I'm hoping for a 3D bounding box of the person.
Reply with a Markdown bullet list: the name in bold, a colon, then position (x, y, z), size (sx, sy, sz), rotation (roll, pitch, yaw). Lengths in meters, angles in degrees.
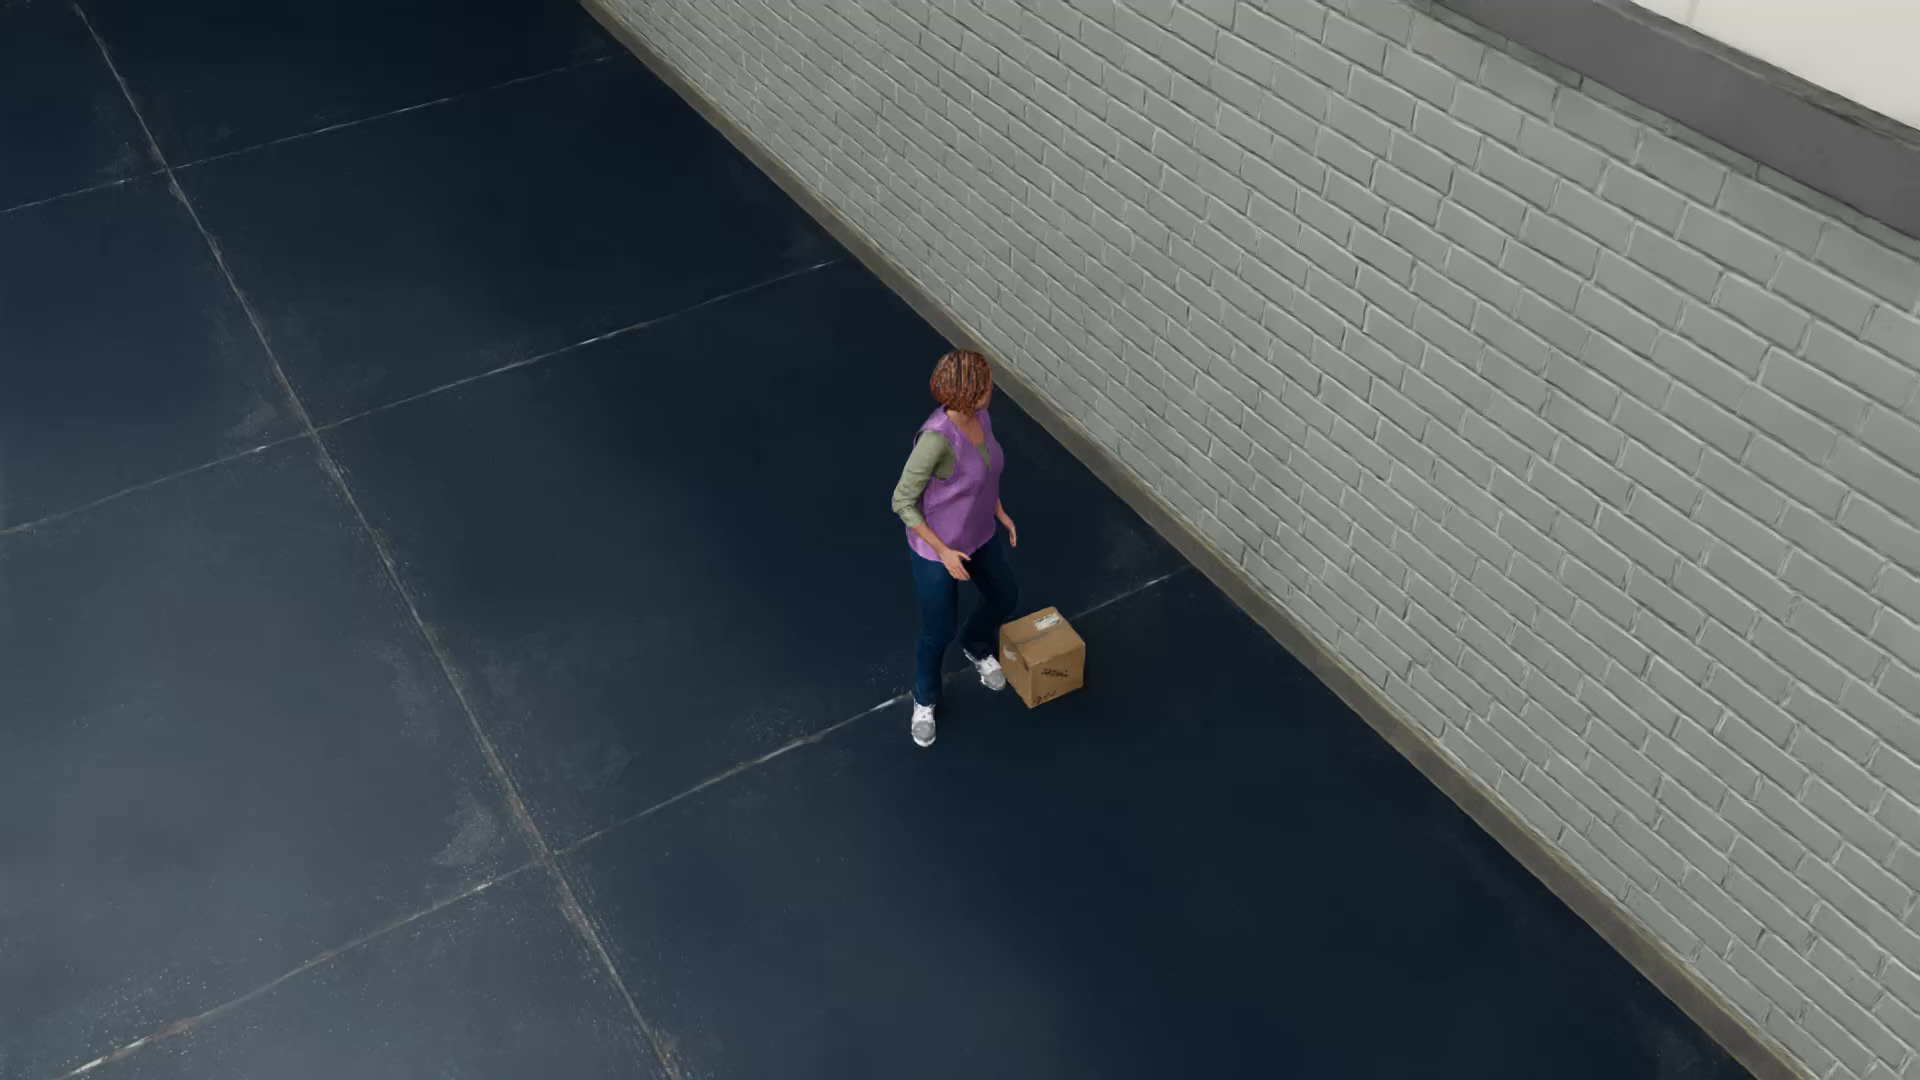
- **person**: position (-0.030, 0.033, 6.164), size (0.360, 1.589, 0.600), rotation (30, 49, 29)
